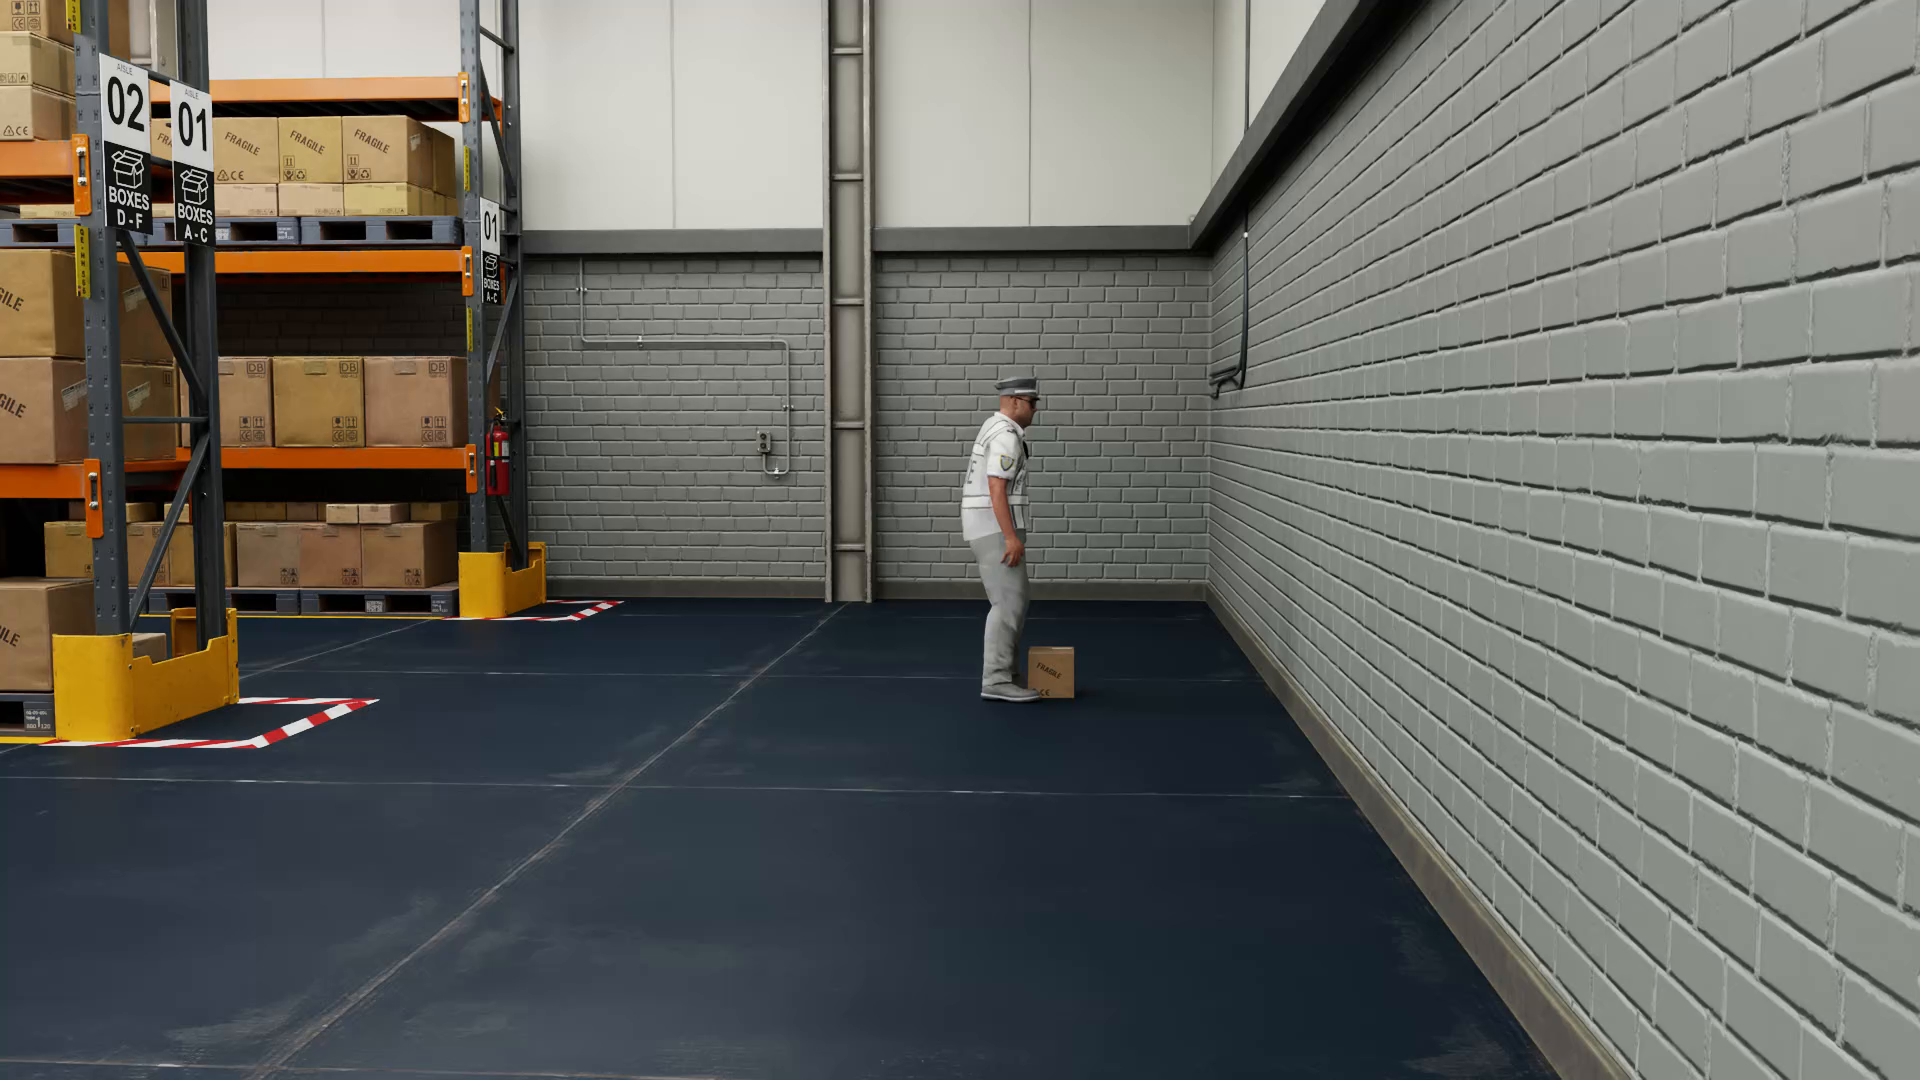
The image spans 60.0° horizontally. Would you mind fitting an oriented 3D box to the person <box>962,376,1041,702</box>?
[{"bbox_3d":[0.248,-0.022,9.113,0.479,1.747,0.605,0,4,0],"label":"person"}]
